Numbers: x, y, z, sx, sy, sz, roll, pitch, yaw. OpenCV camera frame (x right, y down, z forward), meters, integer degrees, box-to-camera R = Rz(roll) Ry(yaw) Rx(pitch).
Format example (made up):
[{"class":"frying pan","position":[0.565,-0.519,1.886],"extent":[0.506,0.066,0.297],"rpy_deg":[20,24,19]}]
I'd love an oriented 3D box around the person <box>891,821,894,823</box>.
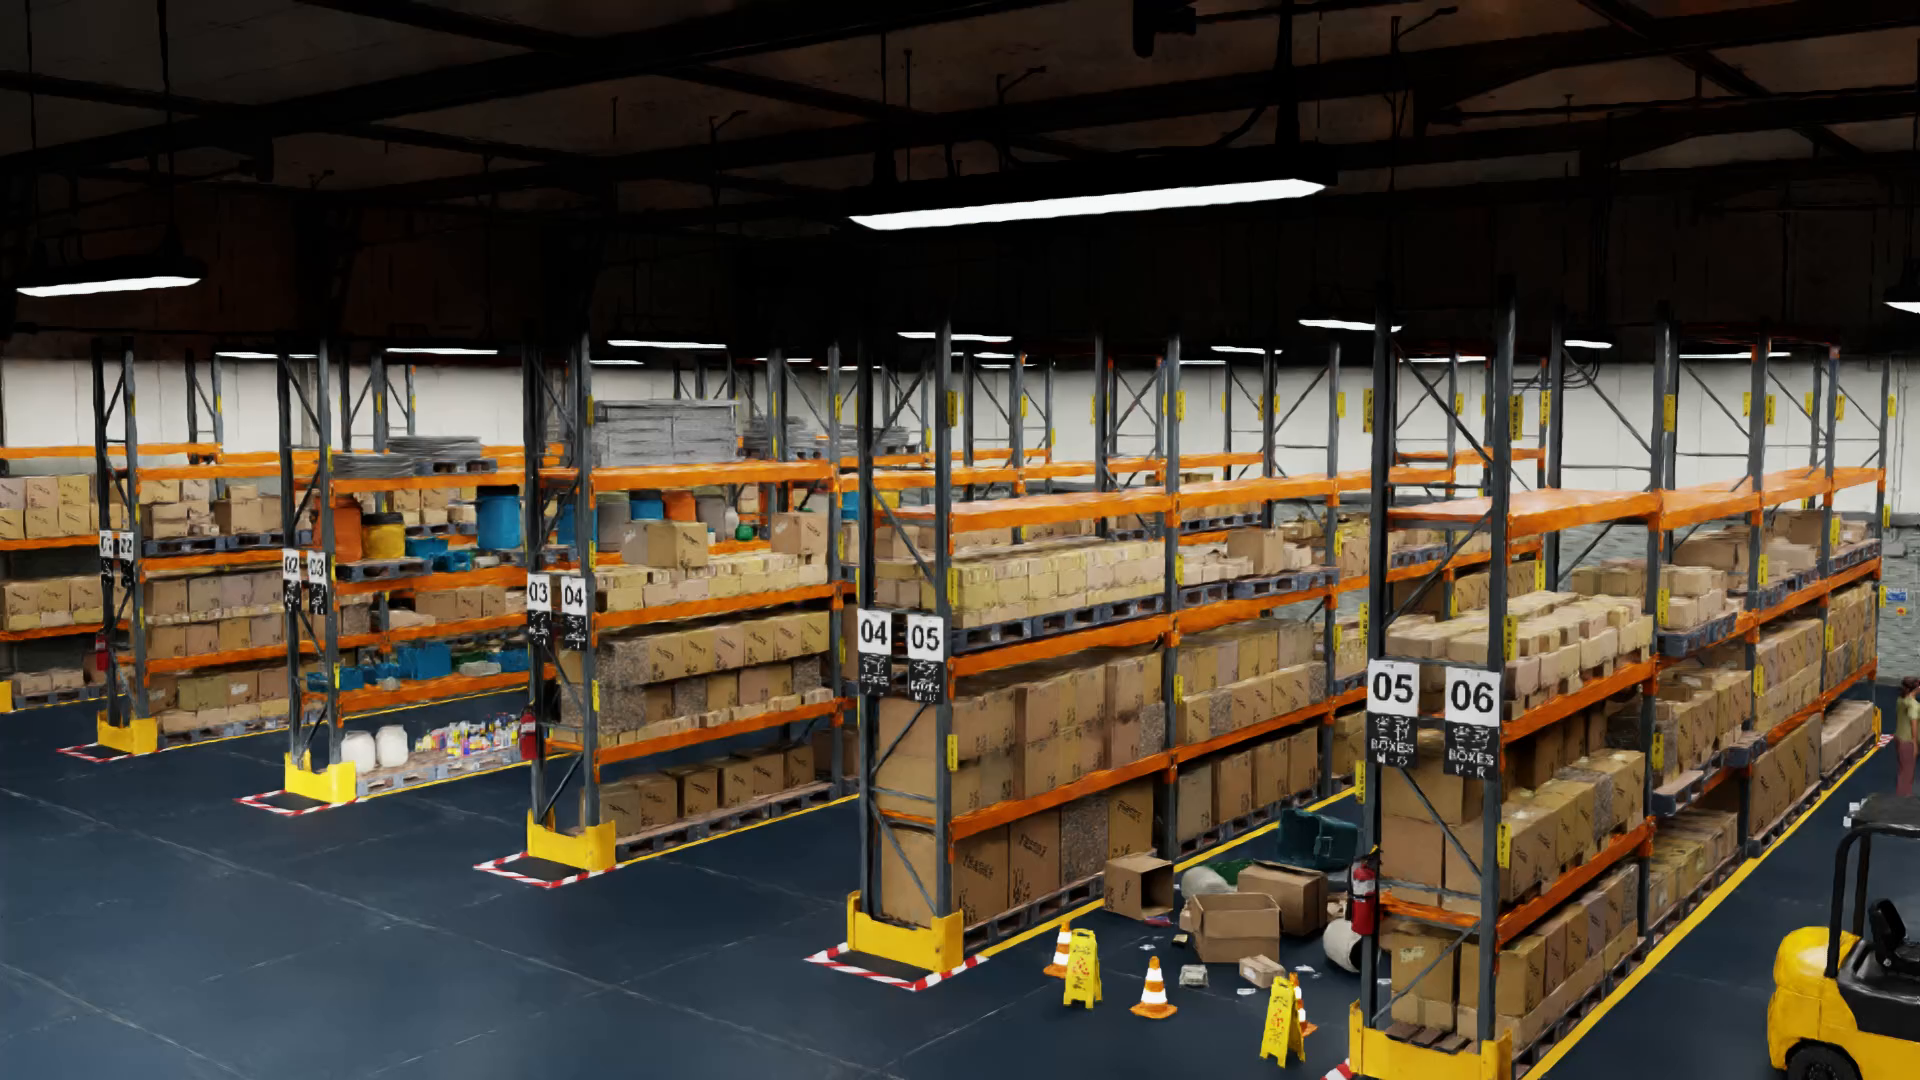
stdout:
[{"class":"person","position":[-0.560,2.651,18.451],"extent":[0.442,1.792,0.606],"rpy_deg":[1,5,7]}]

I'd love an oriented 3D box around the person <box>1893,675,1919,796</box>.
[{"class":"person","position":[11.841,2.520,20.683],"extent":[0.432,1.673,0.499],"rpy_deg":[1,5,7]}]

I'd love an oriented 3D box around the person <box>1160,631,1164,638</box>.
[{"class":"person","position":[3.191,2.143,25.606],"extent":[0.479,1.567,1.090],"rpy_deg":[4,6,40]}]

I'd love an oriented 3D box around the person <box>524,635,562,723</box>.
[{"class":"person","position":[-6.532,2.043,26.012],"extent":[0.729,1.732,0.541],"rpy_deg":[4,6,36]}]
